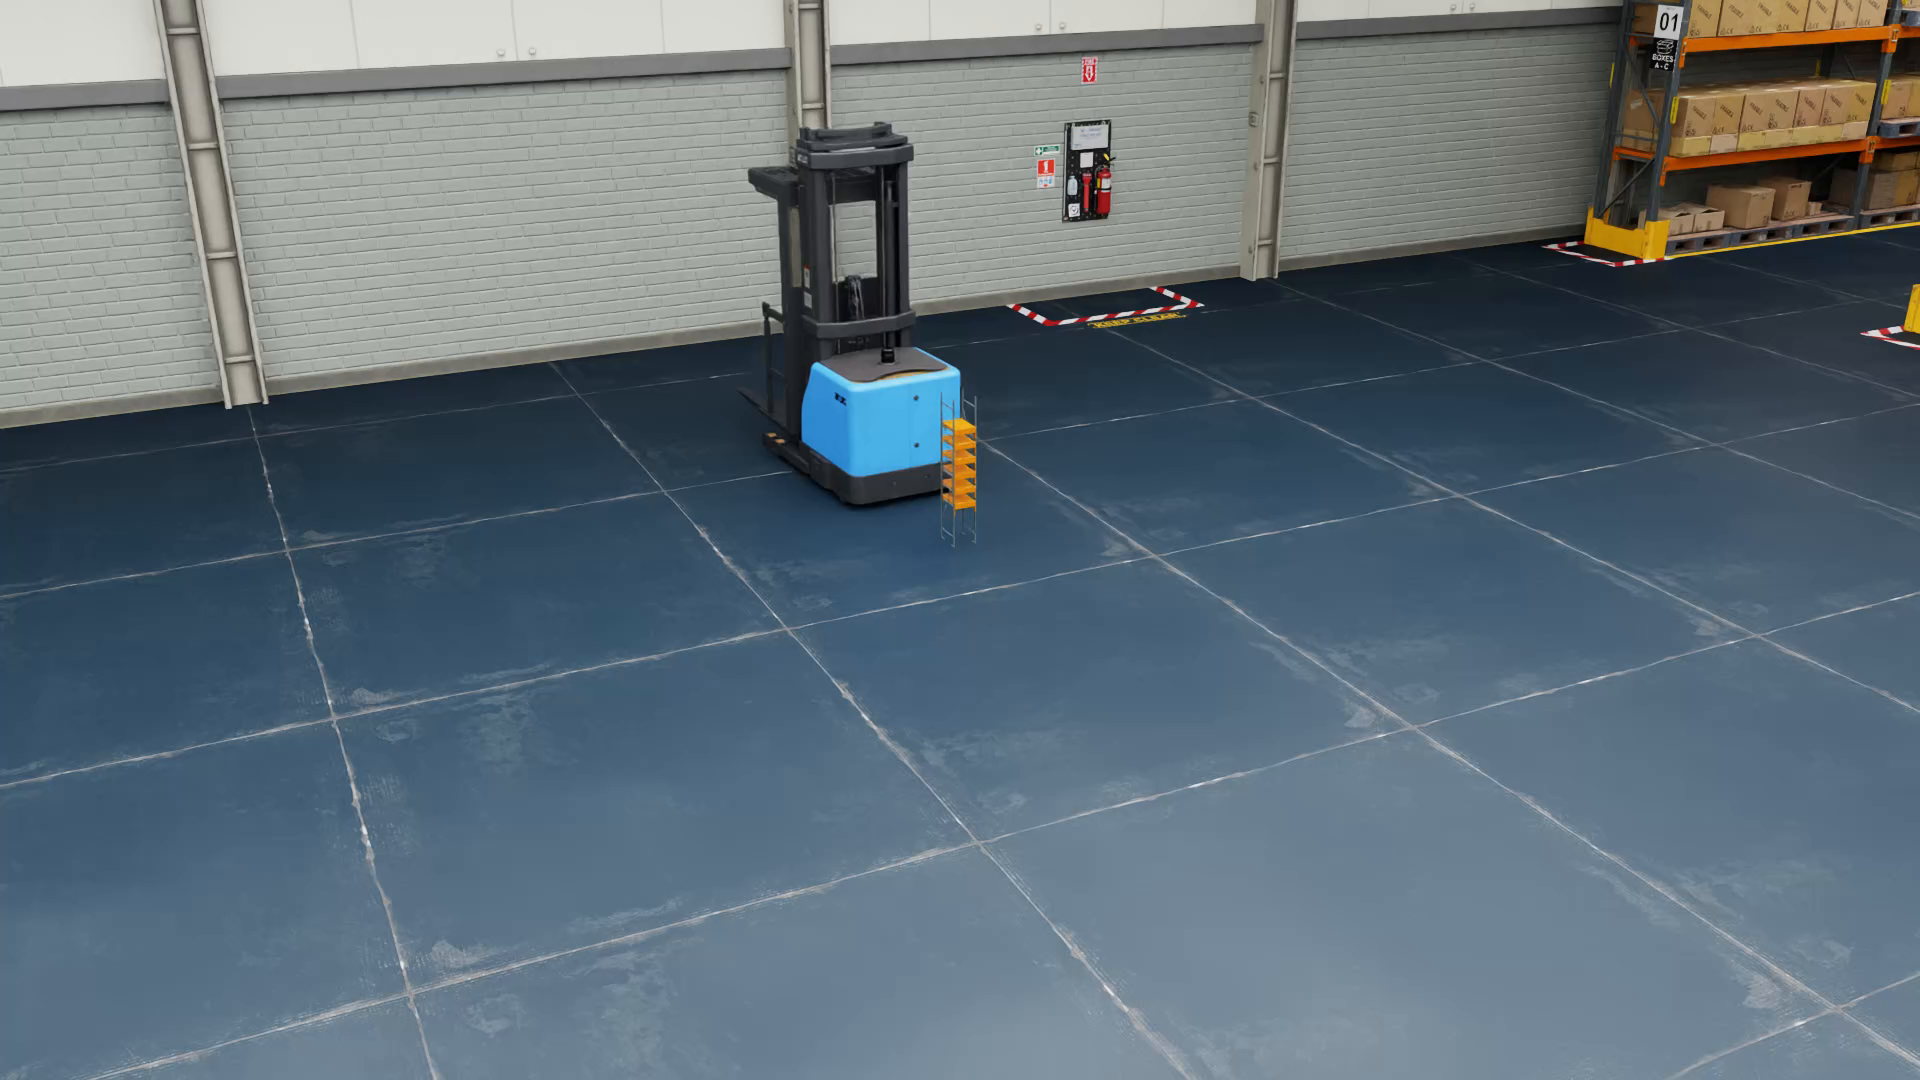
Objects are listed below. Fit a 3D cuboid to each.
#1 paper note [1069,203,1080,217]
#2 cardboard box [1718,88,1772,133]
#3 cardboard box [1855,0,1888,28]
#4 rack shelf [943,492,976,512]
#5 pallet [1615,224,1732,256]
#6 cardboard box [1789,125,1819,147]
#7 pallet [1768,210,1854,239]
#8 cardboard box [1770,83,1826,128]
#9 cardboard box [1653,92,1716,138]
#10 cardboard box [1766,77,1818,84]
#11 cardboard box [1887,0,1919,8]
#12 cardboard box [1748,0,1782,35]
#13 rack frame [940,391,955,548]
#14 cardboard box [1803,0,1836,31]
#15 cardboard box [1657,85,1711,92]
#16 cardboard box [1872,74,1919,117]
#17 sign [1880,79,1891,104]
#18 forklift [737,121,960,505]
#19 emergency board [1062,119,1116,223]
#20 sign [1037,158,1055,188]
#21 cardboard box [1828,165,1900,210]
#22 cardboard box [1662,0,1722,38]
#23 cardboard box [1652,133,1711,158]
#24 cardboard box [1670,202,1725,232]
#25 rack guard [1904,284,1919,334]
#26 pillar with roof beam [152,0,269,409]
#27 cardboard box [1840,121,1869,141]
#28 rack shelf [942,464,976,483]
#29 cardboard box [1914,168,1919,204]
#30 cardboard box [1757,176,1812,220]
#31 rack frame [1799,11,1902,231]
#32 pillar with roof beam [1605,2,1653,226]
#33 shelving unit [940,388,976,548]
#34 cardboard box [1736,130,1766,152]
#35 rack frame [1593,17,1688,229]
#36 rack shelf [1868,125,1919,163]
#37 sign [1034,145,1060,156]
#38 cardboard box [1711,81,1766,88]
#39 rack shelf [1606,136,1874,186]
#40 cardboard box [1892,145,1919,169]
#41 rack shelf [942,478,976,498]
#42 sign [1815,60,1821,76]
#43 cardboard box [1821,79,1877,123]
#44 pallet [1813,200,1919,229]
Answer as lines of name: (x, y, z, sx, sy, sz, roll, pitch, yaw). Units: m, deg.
paper note: (1.360, -3.925, 19.785, 0.142, 0.148, 0.016, -10, 25, -24)
cardboard box: (10.422, -5.740, 22.206, 0.500, 0.500, 0.500, -11, 25, -25)
cardboard box: (12.198, -7.251, 22.589, 0.500, 0.500, 0.500, -10, 24, -22)
rack shelf: (-0.013, -0.289, 12.946, 0.180, 0.103, 0.258, -10, 25, -24)
pallet: (9.760, -4.162, 22.852, 1.213, 0.211, 1.003, -10, 25, -24)
cardboard box: (11.354, -5.567, 22.771, 0.500, 0.250, 0.500, -11, 25, -24)
pallet: (11.958, -4.567, 23.830, 1.213, 0.211, 1.003, -10, 25, -24)
cardboard box: (11.351, -5.916, 22.632, 0.500, 0.500, 0.500, -11, 25, -25)
cardboard box: (9.504, -5.577, 21.815, 0.500, 0.500, 0.500, -10, 25, -24)
cardboard box: (11.566, -6.175, 23.258, 0.500, 0.500, 0.500, -11, 25, -24)
cardboard box: (13.075, -7.668, 23.074, 0.500, 0.500, 0.500, -7, 23, -16)
cardboard box: (10.319, -6.890, 21.718, 0.500, 0.500, 0.500, -9, 24, -21)
rack frame: (-0.095, -0.537, 12.801, 0.006, 1.200, 0.240, -10, 25, -24)
cardboard box: (11.256, -7.067, 22.145, 0.500, 0.500, 0.500, -11, 25, -26)
cardboard box: (9.734, -5.833, 22.433, 0.500, 0.500, 0.500, -10, 25, -23)
cardboard box: (13.528, -6.391, 23.885, 0.500, 0.500, 0.700, -8, 24, -18)
sign: (12.790, -6.193, 22.981, 0.005, 0.325, 0.100, -10, 25, -24)
forklift: (-1.131, -2.166, 14.474, 1.130, 2.935, 3.031, -12, 25, -26)
emergency board: (1.550, -4.338, 19.630, 0.643, 1.169, 0.194, -10, 25, -24)
sign: (1.007, -4.298, 19.487, 0.234, 0.329, 0.001, -10, 25, -24)
cardboard box: (13.204, -5.155, 24.298, 0.500, 0.500, 0.700, -10, 24, -22)
cardboard box: (9.354, -6.726, 21.321, 0.500, 0.500, 0.500, -10, 24, -22)
cardboard box: (9.521, -5.227, 21.948, 0.500, 0.250, 0.500, -11, 25, -25)
cardboard box: (10.120, -4.455, 22.853, 0.500, 0.311, 0.500, -8, 24, -19)
rack guard: (11.074, -2.450, 18.338, 0.348, 0.500, 1.175, -10, 25, -24)
pillar with roof beam: (-5.152, -4.032, 11.048, 0.400, 9.000, 9.100, -10, 25, -24)
cardboard box: (12.253, -5.736, 23.178, 0.500, 0.250, 0.500, -10, 25, -23)
rack shelf: (-0.013, -0.511, 12.855, 0.180, 0.103, 0.258, -10, 25, -24)
cardboard box: (14.125, -5.329, 24.718, 0.500, 0.500, 0.700, -10, 25, -23)
cardboard box: (11.630, -4.841, 23.540, 0.500, 0.500, 0.500, -12, 26, -28)
rack frame: (12.548, -5.979, 23.595, 0.127, 3.000, 1.000, -10, 25, -24)
pillar with roof beam: (11.067, -7.018, 18.261, 0.400, 9.000, 9.100, -10, 25, -24)
shelving unit: (-0.013, -0.552, 12.838, 0.189, 1.200, 0.258, -10, 25, -24)
cardboard box: (10.445, -5.400, 22.367, 0.500, 0.250, 0.500, -11, 25, -24)
rack frame: (8.944, -5.315, 21.992, 0.127, 3.000, 1.000, -10, 25, -24)
rack shelf: (14.350, -5.978, 24.534, 4.000, 0.370, 1.077, -10, 25, -24)
sign: (1.015, -4.540, 19.381, 0.331, 0.109, 0.001, -10, 25, -24)
cardboard box: (10.652, -6.004, 22.846, 0.500, 0.500, 0.500, -10, 25, -23)
rack shelf: (10.746, -5.315, 22.931, 4.000, 0.370, 1.077, -10, 25, -24)
cardboard box: (14.067, -5.663, 24.545, 0.500, 0.250, 0.500, -11, 25, -25)
rack shelf: (-0.013, -0.400, 12.901, 0.180, 0.103, 0.258, -10, 25, -24)
sign: (12.304, -6.705, 23.834, 0.005, 0.325, 0.100, -10, 25, -24)
cardboard box: (12.256, -6.080, 23.030, 0.500, 0.500, 0.500, -10, 25, -24)
pallet: (13.249, -4.820, 24.442, 1.213, 0.211, 1.003, -10, 25, -24)
